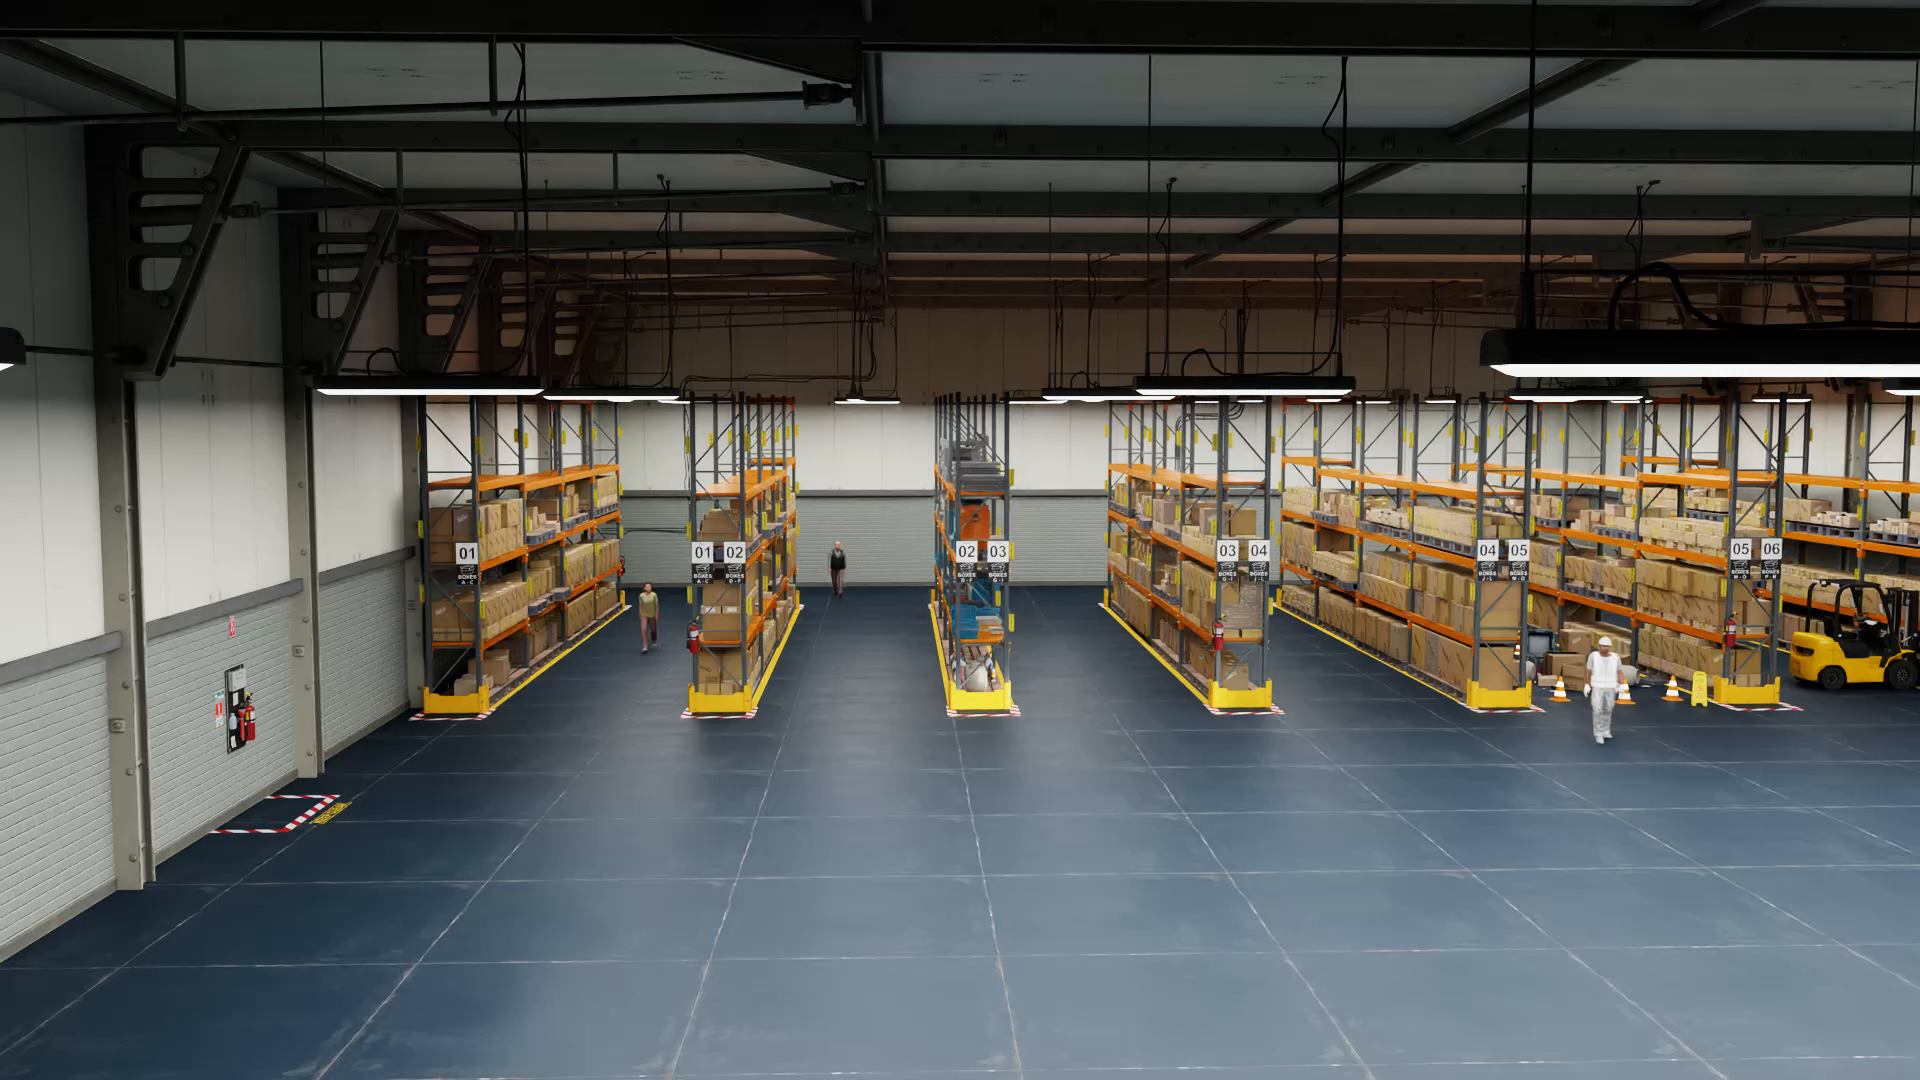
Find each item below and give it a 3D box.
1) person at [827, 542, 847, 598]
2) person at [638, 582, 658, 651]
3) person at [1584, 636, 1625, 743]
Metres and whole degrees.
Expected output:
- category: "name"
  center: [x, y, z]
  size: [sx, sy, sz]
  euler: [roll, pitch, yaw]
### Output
- category: "person"
  center: [-3.685, 0.884, 49.883]
  size: [0.578, 1.663, 1.070]
  euler: [0, 5, -4]
- category: "person"
  center: [-7.320, 1.772, 39.099]
  size: [0.456, 1.623, 0.948]
  euler: [0, 5, -6]
- category: "person"
  center: [11.055, 2.562, 28.528]
  size: [0.631, 1.821, 0.593]
  euler: [1, 5, 12]
